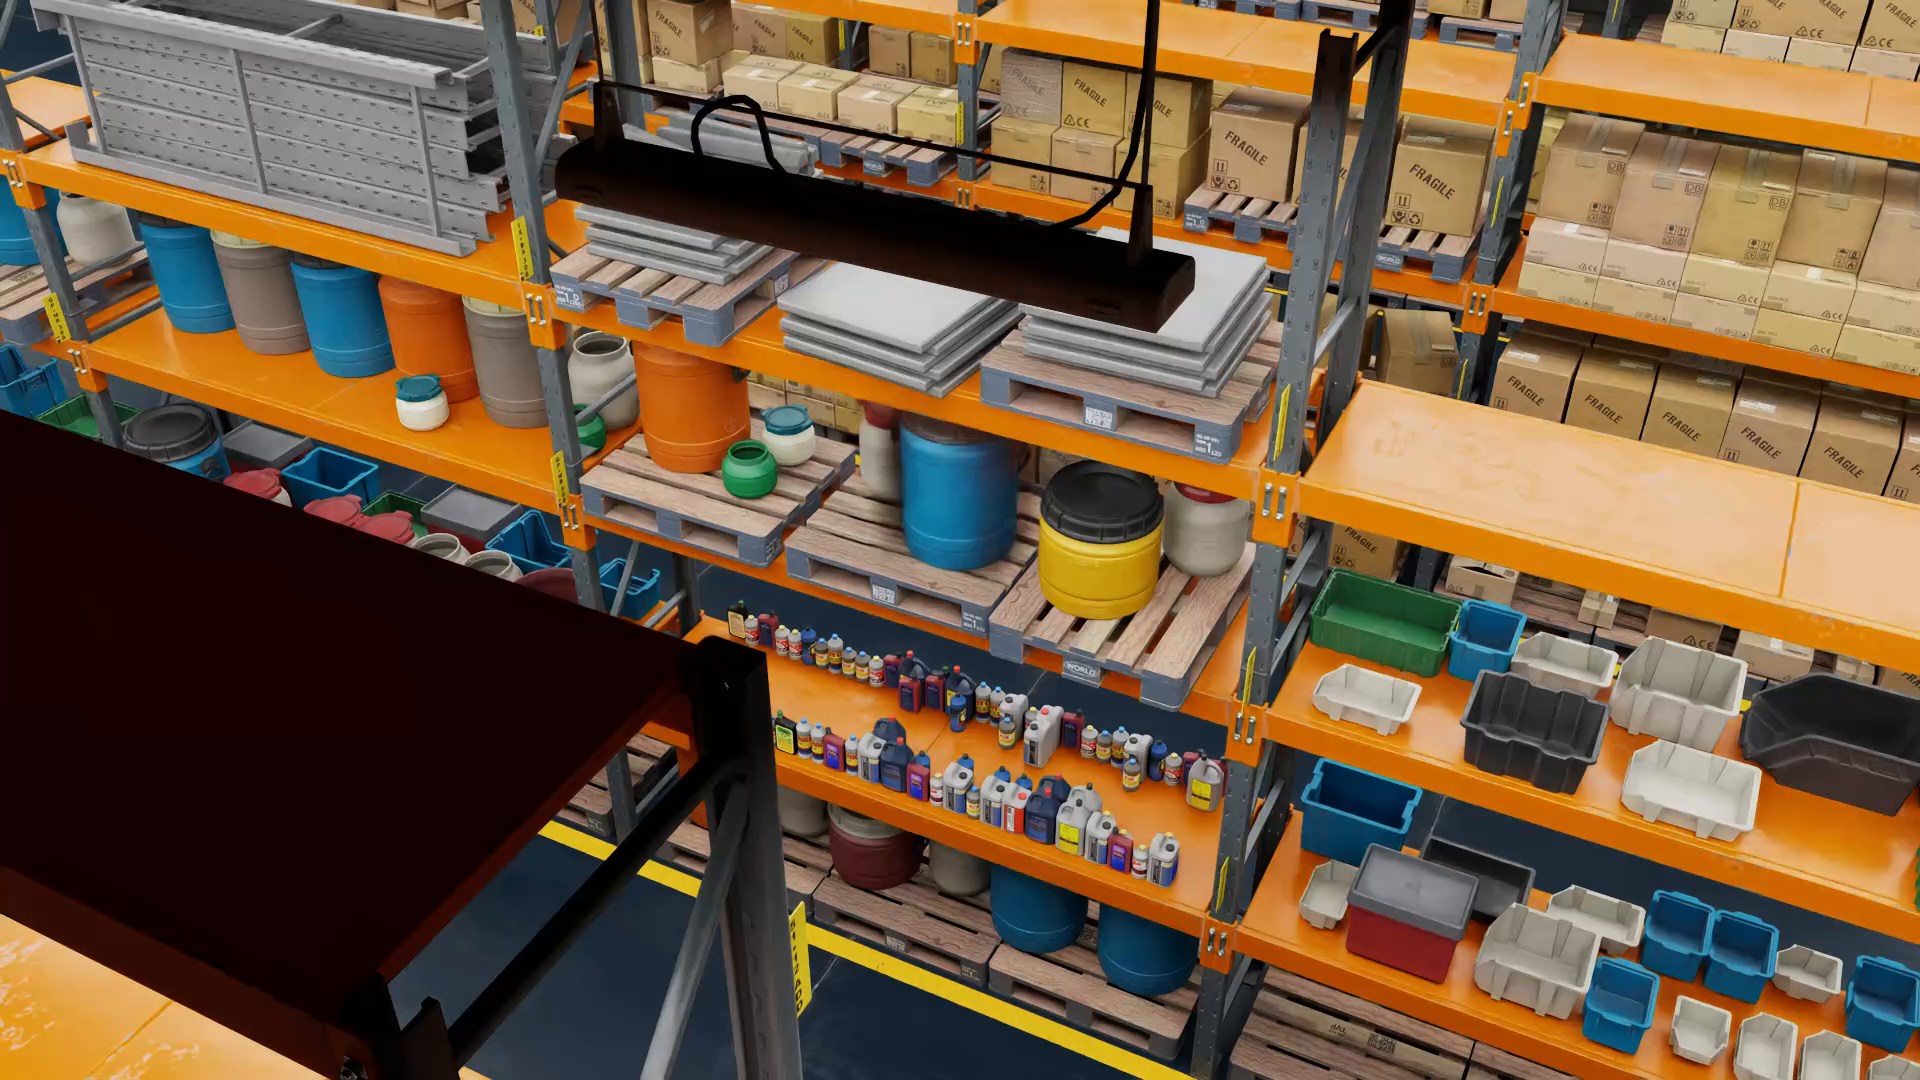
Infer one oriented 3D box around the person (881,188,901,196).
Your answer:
[{"bbox_3d":[-0.651,-2.692,16.316,0.540,1.604,0.485,9,36,13],"label":"person"}]
